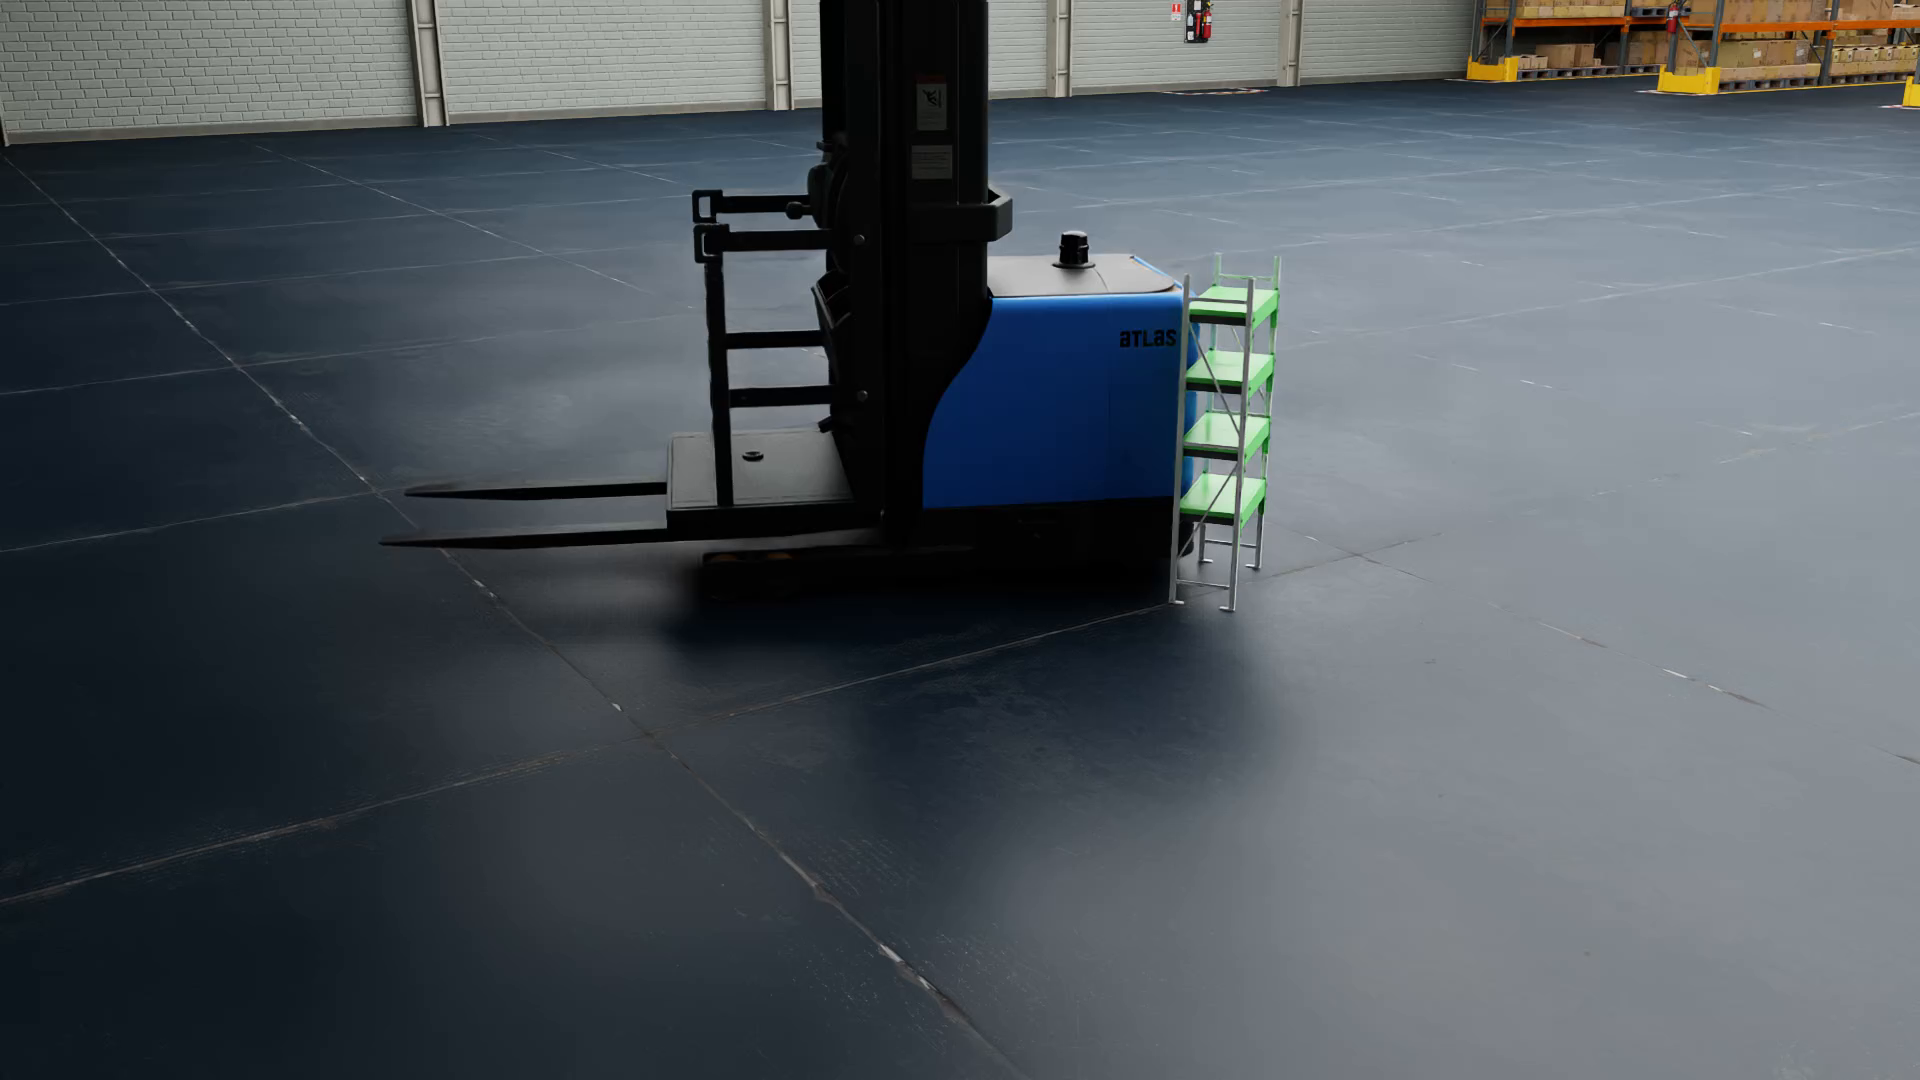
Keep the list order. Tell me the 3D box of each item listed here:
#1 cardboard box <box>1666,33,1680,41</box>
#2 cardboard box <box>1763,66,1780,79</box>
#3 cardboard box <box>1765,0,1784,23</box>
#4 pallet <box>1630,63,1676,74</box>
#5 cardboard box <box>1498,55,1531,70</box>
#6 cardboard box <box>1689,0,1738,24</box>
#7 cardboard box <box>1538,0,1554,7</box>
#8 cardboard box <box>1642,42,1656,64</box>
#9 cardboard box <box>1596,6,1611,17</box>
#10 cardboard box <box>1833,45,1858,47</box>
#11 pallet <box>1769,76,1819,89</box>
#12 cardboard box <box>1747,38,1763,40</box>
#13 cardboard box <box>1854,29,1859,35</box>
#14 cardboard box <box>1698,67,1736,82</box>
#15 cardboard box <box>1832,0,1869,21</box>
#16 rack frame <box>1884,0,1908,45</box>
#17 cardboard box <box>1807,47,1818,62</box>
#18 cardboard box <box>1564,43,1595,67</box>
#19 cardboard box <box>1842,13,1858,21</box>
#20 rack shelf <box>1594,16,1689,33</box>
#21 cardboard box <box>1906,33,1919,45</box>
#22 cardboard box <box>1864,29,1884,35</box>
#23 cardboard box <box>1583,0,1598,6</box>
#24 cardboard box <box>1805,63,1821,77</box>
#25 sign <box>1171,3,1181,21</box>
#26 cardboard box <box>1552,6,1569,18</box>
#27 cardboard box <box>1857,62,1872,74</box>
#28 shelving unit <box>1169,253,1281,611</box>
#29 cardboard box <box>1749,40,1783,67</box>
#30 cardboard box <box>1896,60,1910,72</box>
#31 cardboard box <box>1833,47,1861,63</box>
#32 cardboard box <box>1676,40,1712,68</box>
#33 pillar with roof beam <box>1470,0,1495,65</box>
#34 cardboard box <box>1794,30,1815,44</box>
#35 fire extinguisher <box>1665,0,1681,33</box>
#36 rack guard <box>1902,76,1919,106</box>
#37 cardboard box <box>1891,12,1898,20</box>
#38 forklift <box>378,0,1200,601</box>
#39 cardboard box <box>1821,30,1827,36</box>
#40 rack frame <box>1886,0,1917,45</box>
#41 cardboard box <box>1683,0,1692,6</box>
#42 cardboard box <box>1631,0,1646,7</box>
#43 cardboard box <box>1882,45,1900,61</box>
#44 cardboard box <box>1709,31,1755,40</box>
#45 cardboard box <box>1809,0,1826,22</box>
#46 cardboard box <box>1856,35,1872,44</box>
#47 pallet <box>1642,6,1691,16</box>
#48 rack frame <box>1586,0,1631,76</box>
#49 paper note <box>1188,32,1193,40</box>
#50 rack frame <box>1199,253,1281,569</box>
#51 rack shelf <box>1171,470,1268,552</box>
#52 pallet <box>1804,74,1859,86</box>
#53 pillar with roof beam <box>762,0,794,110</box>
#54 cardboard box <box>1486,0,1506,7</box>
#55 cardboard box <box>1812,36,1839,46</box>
[{"bbox_3d":[16.982,-12.168,40.099,0.500,0.250,0.500,-12,22,-32],"label":"cardboard box"},{"bbox_3d":[16.362,-9.567,33.996,0.500,0.250,0.500,-12,22,-31],"label":"cardboard box"},{"bbox_3d":[16.227,-10.771,33.766,0.500,0.500,0.700,-11,22,-30],"label":"cardboard box"},{"bbox_3d":[16.821,-11.433,40.234,1.213,0.211,1.003,-12,22,-31],"label":"pallet"},{"bbox_3d":[12.438,-10.728,37.307,0.500,0.311,0.500,-15,24,-37],"label":"cardboard box"},{"bbox_3d":[14.935,-10.498,32.957,0.500,0.500,0.700,-12,22,-31],"label":"cardboard box"},{"bbox_3d":[12.793,-12.078,36.818,0.500,0.500,0.500,-12,22,-31],"label":"cardboard box"},{"bbox_3d":[16.161,-11.663,39.777,0.500,0.500,0.700,-12,22,-32],"label":"cardboard box"},{"bbox_3d":[14.502,-12.089,38.022,0.500,0.250,0.500,-12,22,-31],"label":"cardboard box"},{"bbox_3d":[19.331,-10.654,36.338,0.500,0.311,0.500,-12,22,-32],"label":"cardboard box"},{"bbox_3d":[17.192,-9.626,34.889,1.213,0.211,1.003,-12,22,-31],"label":"pallet"},{"bbox_3d":[16.485,-10.154,34.562,0.500,0.500,0.500,-12,22,-31],"label":"cardboard box"},{"bbox_3d":[23.795,-13.583,44.474,0.250,0.149,0.380,-12,22,-31],"label":"cardboard box"},{"bbox_3d":[15.109,-9.303,33.216,0.500,0.250,0.500,-12,22,-31],"label":"cardboard box"},{"bbox_3d":[18.970,-11.347,35.469,0.500,0.500,0.500,-10,21,-28],"label":"cardboard box"},{"bbox_3d":[25.174,-14.514,44.993,0.127,3.000,1.000,-12,22,-31],"label":"rack frame"},{"bbox_3d":[18.060,-10.386,35.545,0.500,0.311,0.500,-12,22,-31],"label":"cardboard box"},{"bbox_3d":[14.307,-11.231,38.499,0.500,0.500,0.500,-14,23,-35],"label":"cardboard box"},{"bbox_3d":[18.732,-11.059,35.164,0.250,0.149,0.380,-12,22,-31],"label":"cardboard box"},{"bbox_3d":[16.822,-12.412,39.898,4.000,0.370,1.077,-12,22,-31],"label":"rack shelf"},{"bbox_3d":[21.917,-11.399,37.823,0.500,0.250,0.500,-11,22,-29],"label":"cardboard box"},{"bbox_3d":[24.424,-13.570,44.434,0.250,0.149,0.380,-11,22,-30],"label":"cardboard box"},{"bbox_3d":[14.087,-12.353,37.632,0.500,0.500,0.500,-13,22,-33],"label":"cardboard box"},{"bbox_3d":[17.612,-9.832,34.782,0.500,0.250,0.500,-12,22,-31],"label":"cardboard box"},{"bbox_3d":[4.305,-10.516,33.111,0.234,0.329,0.001,-12,22,-31],"label":"sign"},{"bbox_3d":[13.248,-11.819,37.223,0.500,0.250,0.500,-12,22,-32],"label":"cardboard box"},{"bbox_3d":[19.211,-10.159,35.748,0.500,0.250,0.500,-13,22,-33],"label":"cardboard box"},{"bbox_3d":[0.964,-0.400,6.054,0.258,1.200,0.503,7,20,19],"label":"shelving unit"},{"bbox_3d":[16.363,-9.922,33.876,0.500,0.500,0.500,-12,22,-31],"label":"cardboard box"},{"bbox_3d":[20.486,-10.427,36.543,0.500,0.250,0.500,-12,22,-32],"label":"cardboard box"},{"bbox_3d":[18.782,-10.331,35.382,0.500,0.311,0.500,-12,22,-32],"label":"cardboard box"},{"bbox_3d":[14.823,-9.797,33.508,0.500,0.500,0.500,-12,22,-31],"label":"cardboard box"},{"bbox_3d":[14.287,-13.741,33.339,0.400,9.000,9.100,-12,22,-31],"label":"pillar with roof beam"},{"bbox_3d":[21.362,-12.841,42.745,0.750,0.750,0.750,-12,22,-31],"label":"cardboard box"},{"bbox_3d":[14.184,-10.438,33.058,0.183,0.674,0.296,-12,22,-31],"label":"fire extinguisher"},{"bbox_3d":[17.297,-7.888,29.296,0.348,0.500,1.175,-12,22,-31],"label":"rack guard"},{"bbox_3d":[20.186,-11.422,36.239,0.250,0.149,0.380,-10,21,-27],"label":"cardboard box"},{"bbox_3d":[-0.664,-1.348,6.155,3.031,2.935,1.130,-3,19,-9],"label":"forklift"},{"bbox_3d":[22.942,-13.404,43.942,0.250,0.149,0.380,-13,22,-33],"label":"cardboard box"},{"bbox_3d":[21.220,-11.781,36.908,0.127,3.000,1.000,-12,22,-31],"label":"rack frame"},{"bbox_3d":[17.077,-13.050,39.819,0.500,0.500,0.700,-12,22,-31],"label":"cardboard box"},{"bbox_3d":[15.595,-12.737,38.893,0.500,0.500,0.700,-12,22,-31],"label":"cardboard box"},{"bbox_3d":[20.064,-10.603,36.187,0.500,0.311,0.500,-12,22,-32],"label":"cardboard box"},{"bbox_3d":[19.179,-12.380,41.382,0.750,0.750,0.750,-12,22,-32],"label":"cardboard box"},{"bbox_3d":[17.512,-11.044,34.572,0.500,0.500,0.700,-13,22,-33],"label":"cardboard box"},{"bbox_3d":[23.807,-13.202,44.359,0.500,0.500,0.700,-13,22,-33],"label":"cardboard box"},{"bbox_3d":[16.862,-12.655,39.792,1.213,0.211,1.003,-12,22,-31],"label":"pallet"},{"bbox_3d":[15.152,-12.401,38.741,0.127,3.000,1.000,-12,22,-31],"label":"rack frame"},{"bbox_3d":[4.638,-10.139,33.426,0.142,0.148,0.016,-12,22,-31],"label":"paper note"},{"bbox_3d":[1.050,-0.474,6.270,0.240,1.200,0.015,7,20,19],"label":"rack frame"},{"bbox_3d":[0.963,-0.113,6.152,0.258,0.148,0.480,7,20,19],"label":"rack shelf"},{"bbox_3d":[18.473,-9.895,35.685,1.213,0.211,1.003,-12,22,-31],"label":"pallet"},{"bbox_3d":[-0.746,-10.571,23.961,0.400,9.000,9.100,-12,22,-31],"label":"pillar with roof beam"},{"bbox_3d":[12.088,-12.130,36.972,0.500,0.500,0.500,-12,22,-32],"label":"cardboard box"},{"bbox_3d":[22.514,-12.929,43.551,0.500,0.500,0.700,-12,22,-31],"label":"cardboard box"}]
